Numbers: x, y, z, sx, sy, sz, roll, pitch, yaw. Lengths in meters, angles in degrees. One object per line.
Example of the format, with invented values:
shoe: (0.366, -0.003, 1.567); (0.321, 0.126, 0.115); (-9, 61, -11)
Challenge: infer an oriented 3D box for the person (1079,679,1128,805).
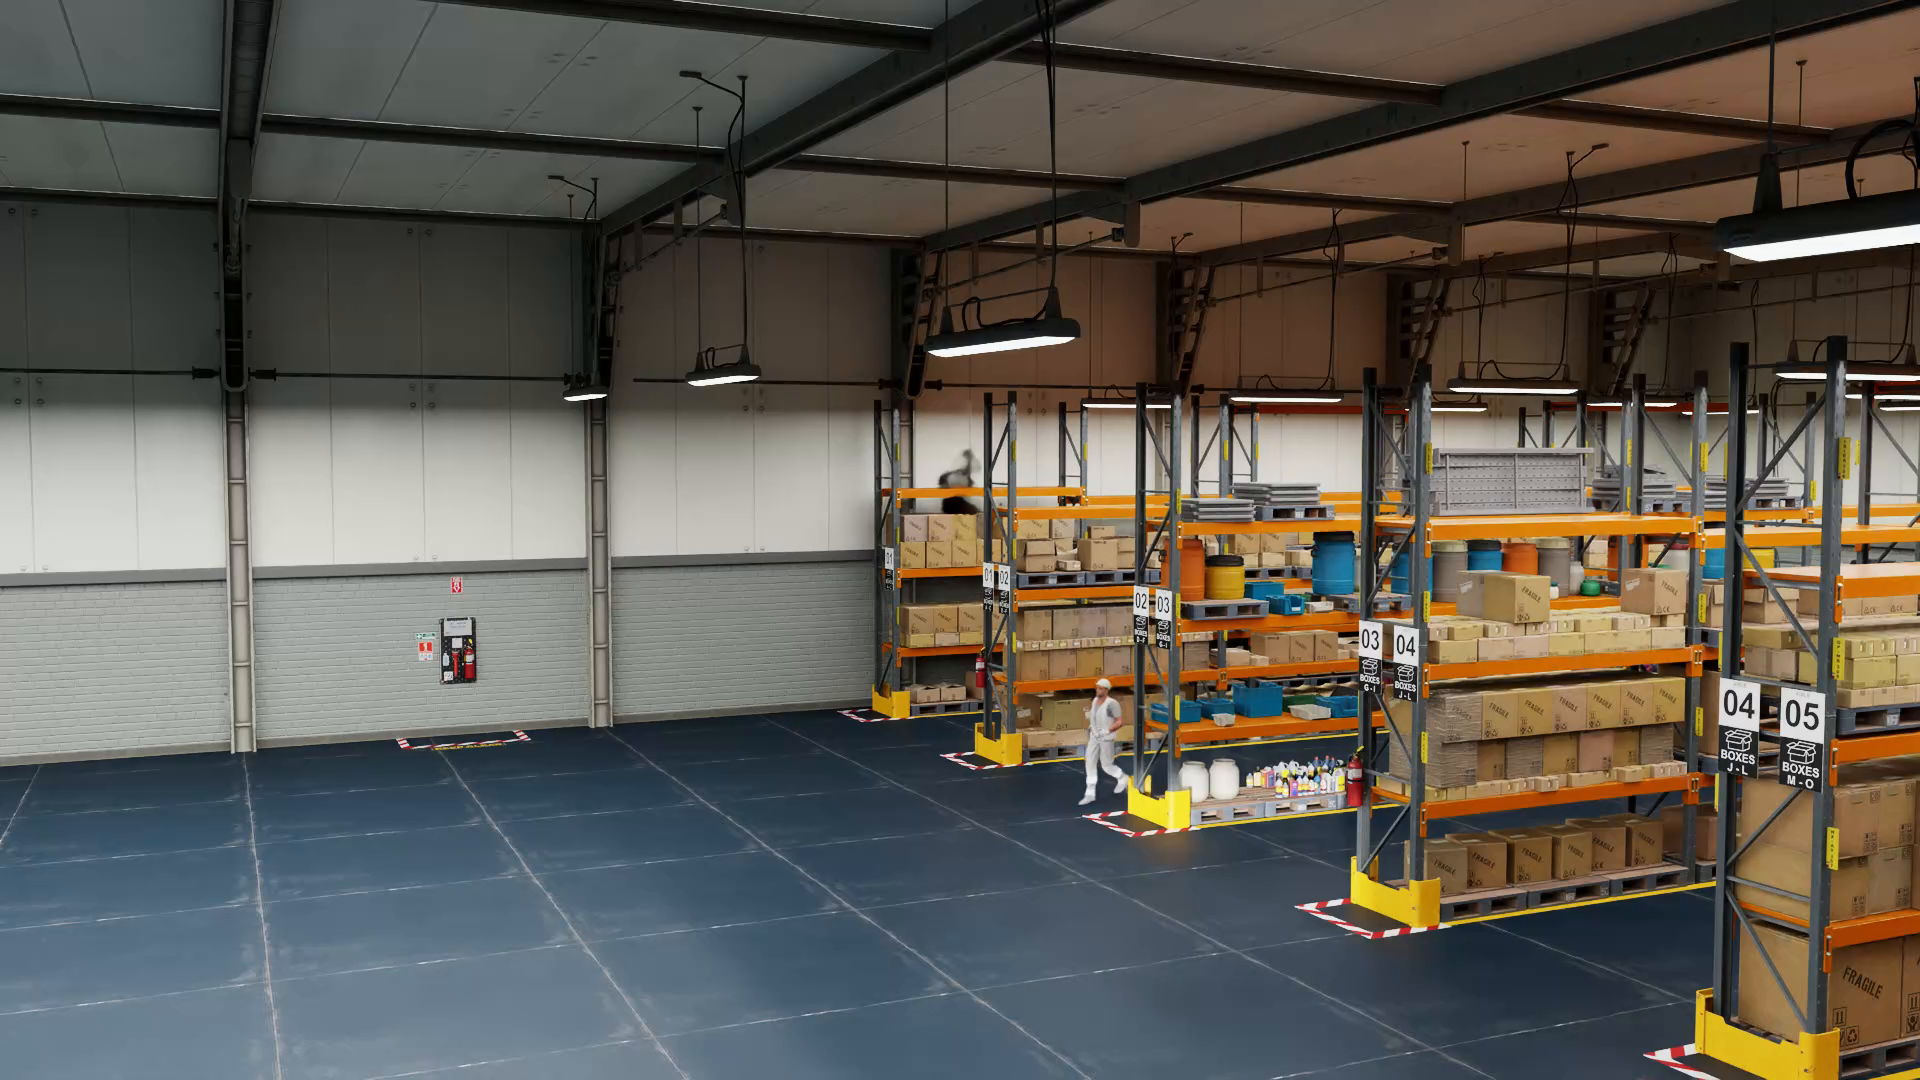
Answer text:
person: (2.090, 2.886, 23.987); (0.929, 1.795, 0.678); (-3, 5, -43)

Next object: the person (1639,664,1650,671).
person: (11.468, 2.621, 28.434); (0.791, 1.825, 0.676); (-1, 4, -23)
